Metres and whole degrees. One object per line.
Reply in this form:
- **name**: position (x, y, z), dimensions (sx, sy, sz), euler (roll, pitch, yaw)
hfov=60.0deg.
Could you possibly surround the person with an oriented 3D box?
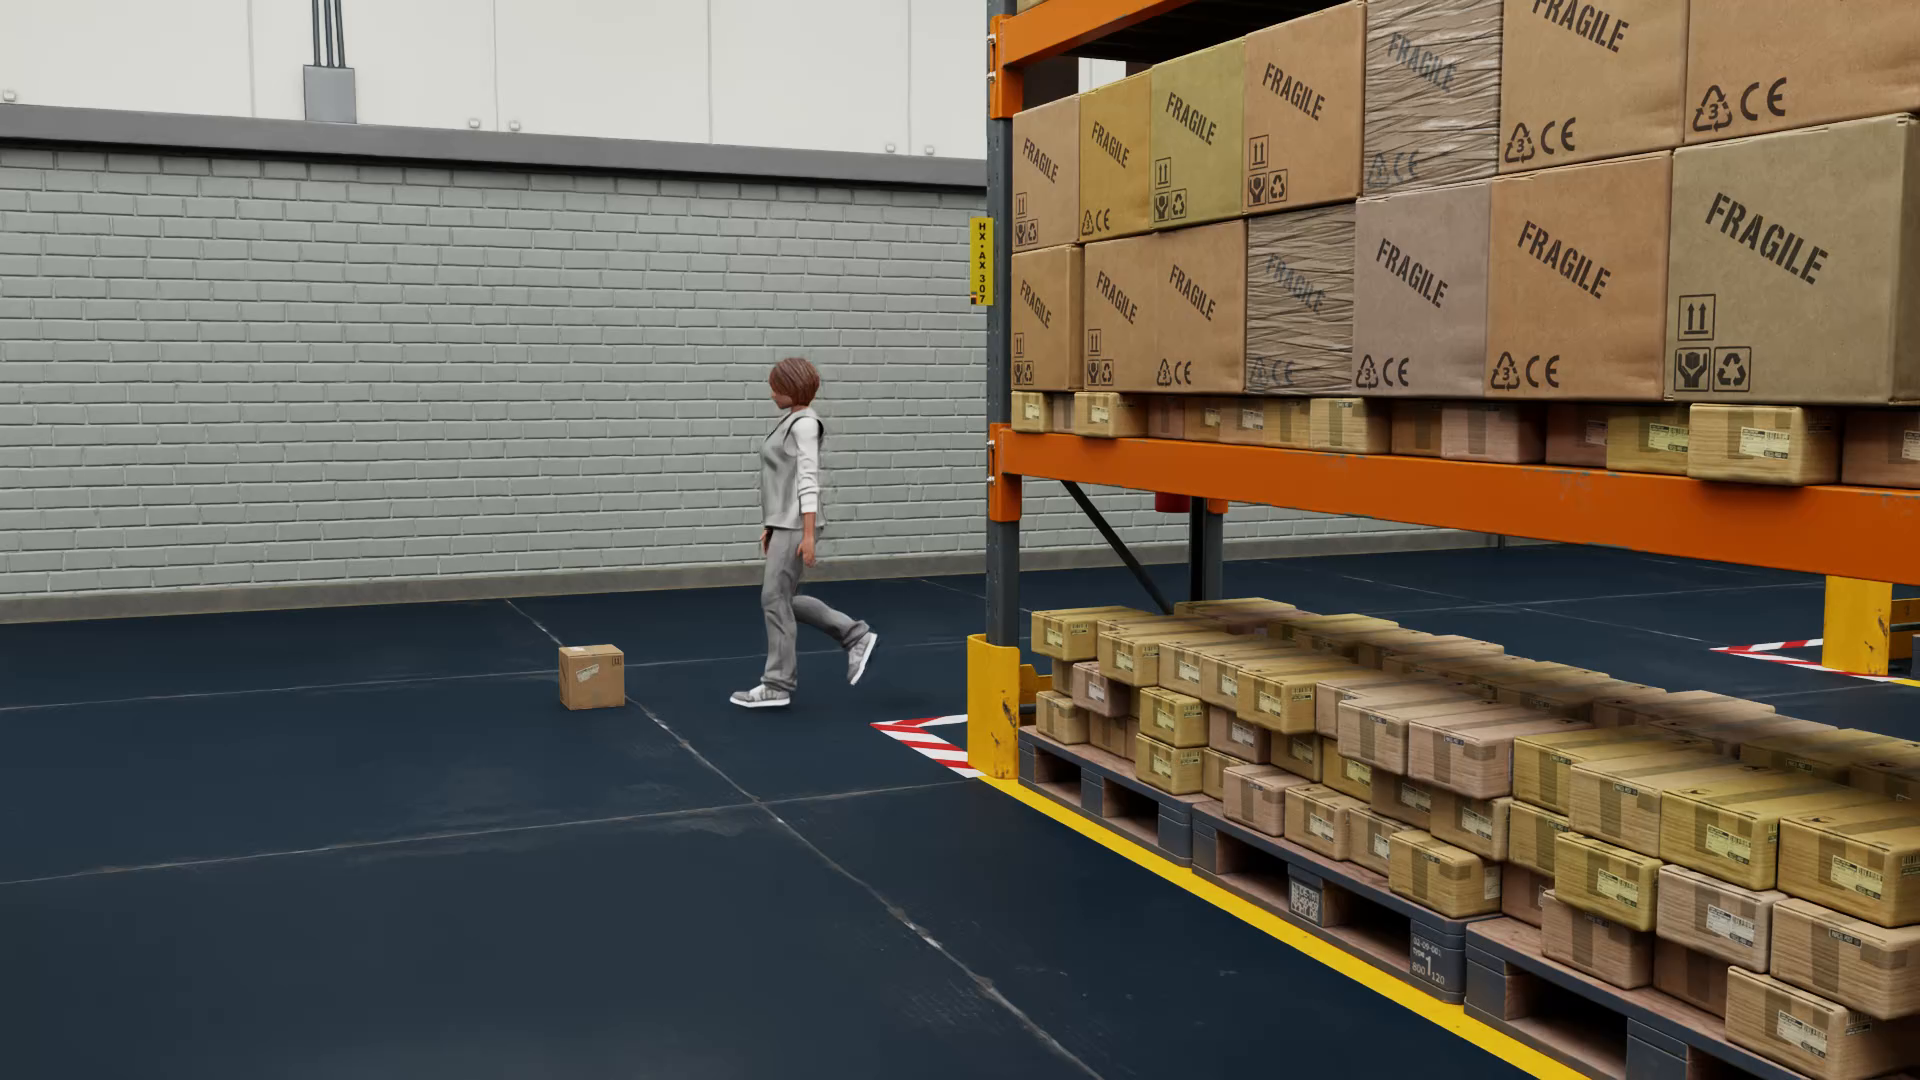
- **person**: position (-0.713, -0.040, 7.564), dimensions (0.676, 1.572, 0.451), euler (-1, 6, -7)
